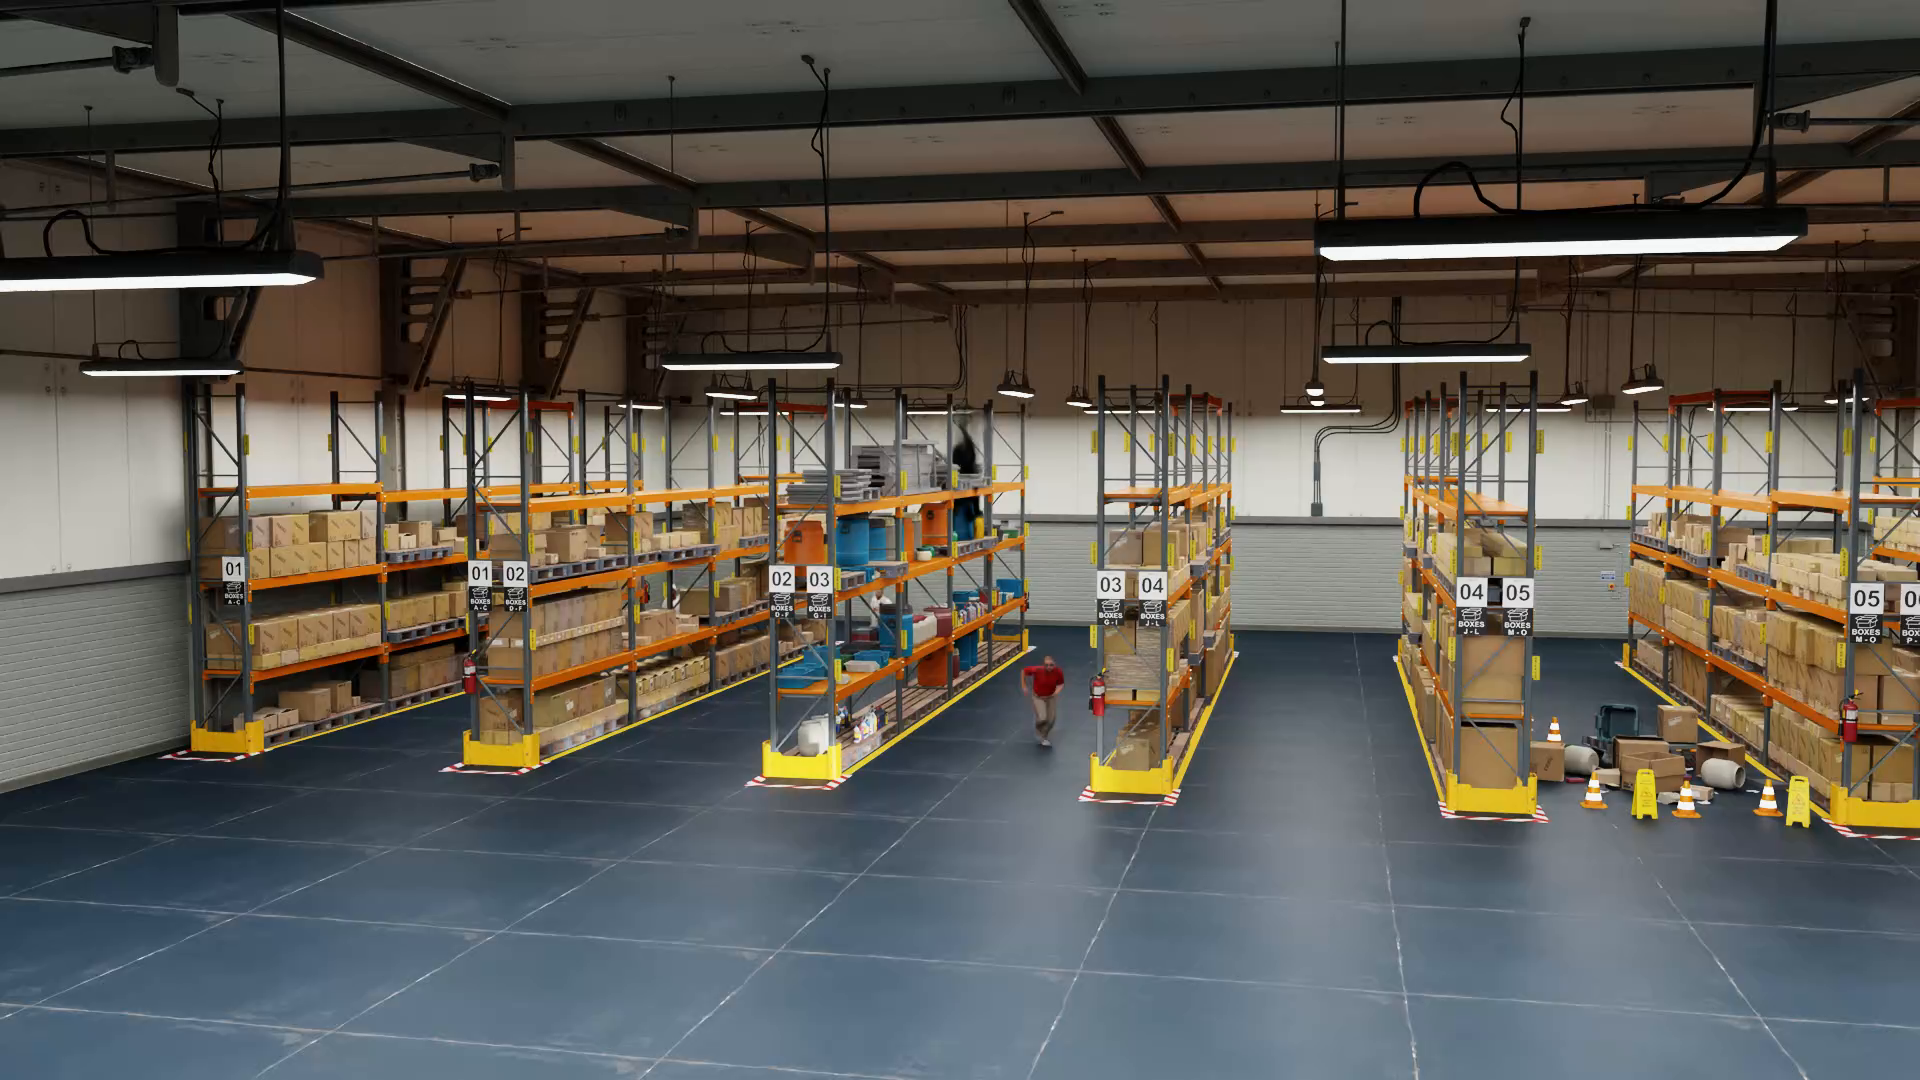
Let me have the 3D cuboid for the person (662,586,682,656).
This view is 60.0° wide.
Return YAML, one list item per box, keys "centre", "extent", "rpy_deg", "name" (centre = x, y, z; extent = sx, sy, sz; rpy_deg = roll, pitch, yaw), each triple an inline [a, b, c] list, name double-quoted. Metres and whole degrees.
- centre: [-6.594, 1.928, 38.606]
  extent: [0.694, 1.776, 0.792]
  rpy_deg: [1, 3, 10]
  name: "person"

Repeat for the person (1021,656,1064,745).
- centre: [1.364, 2.660, 27.445]
  extent: [0.695, 1.550, 0.885]
  rpy_deg: [-1, 3, -10]
  name: "person"

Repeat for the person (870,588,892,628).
- centre: [-1.692, 1.875, 36.137]
  extent: [0.652, 1.831, 0.875]
  rpy_deg: [2, 4, 26]
  name: "person"

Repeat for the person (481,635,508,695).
- centre: [-8.547, 2.355, 30.890]
  extent: [0.631, 1.696, 0.862]
  rpy_deg: [0, 3, 4]
  name: "person"
